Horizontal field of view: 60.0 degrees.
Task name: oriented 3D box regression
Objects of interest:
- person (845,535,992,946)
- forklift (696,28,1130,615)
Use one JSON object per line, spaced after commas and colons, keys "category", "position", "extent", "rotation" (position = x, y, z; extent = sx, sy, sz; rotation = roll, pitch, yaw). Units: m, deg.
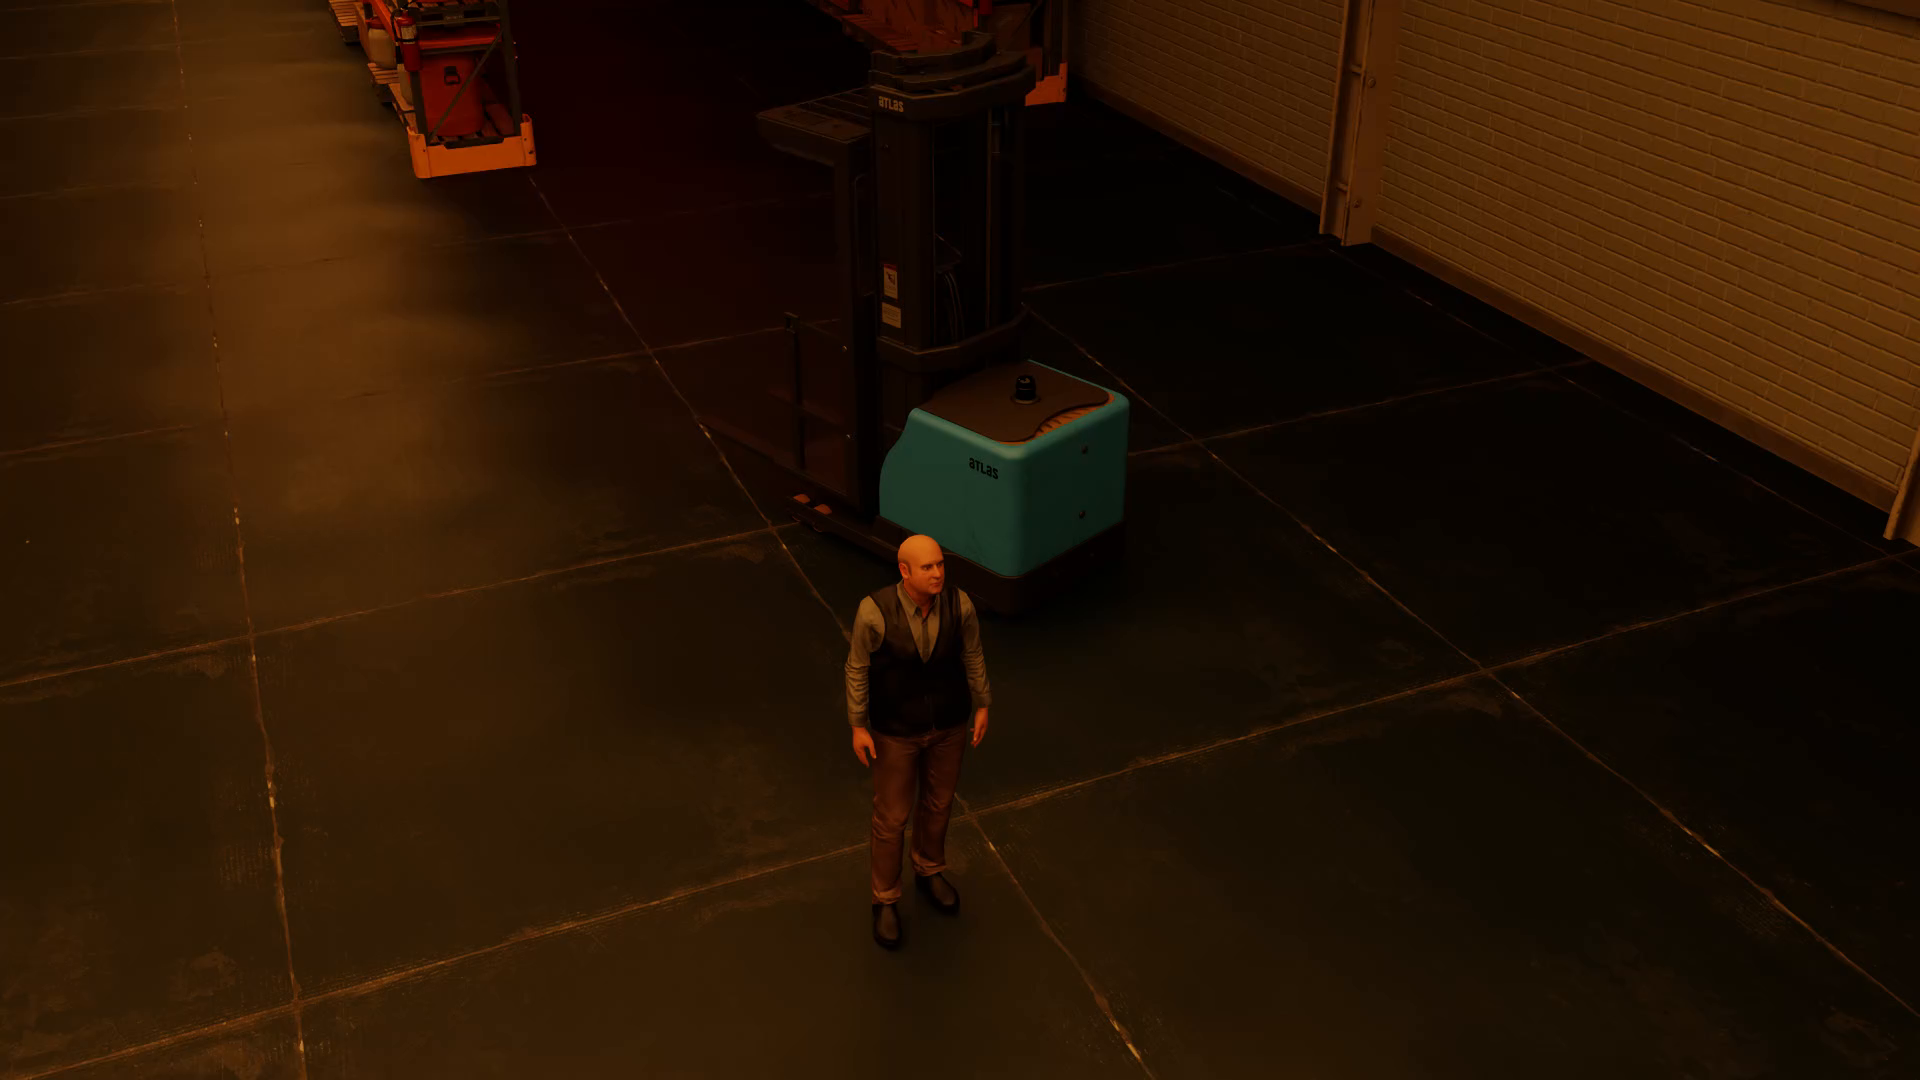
{"category": "person", "position": [-0.146, 0.806, 6.914], "extent": [0.633, 1.723, 0.566], "rotation": [-12, 32, -19]}
{"category": "forklift", "position": [-0.436, -1.483, 9.714], "extent": [3.031, 2.935, 1.130], "rotation": [26, 39, 37]}
